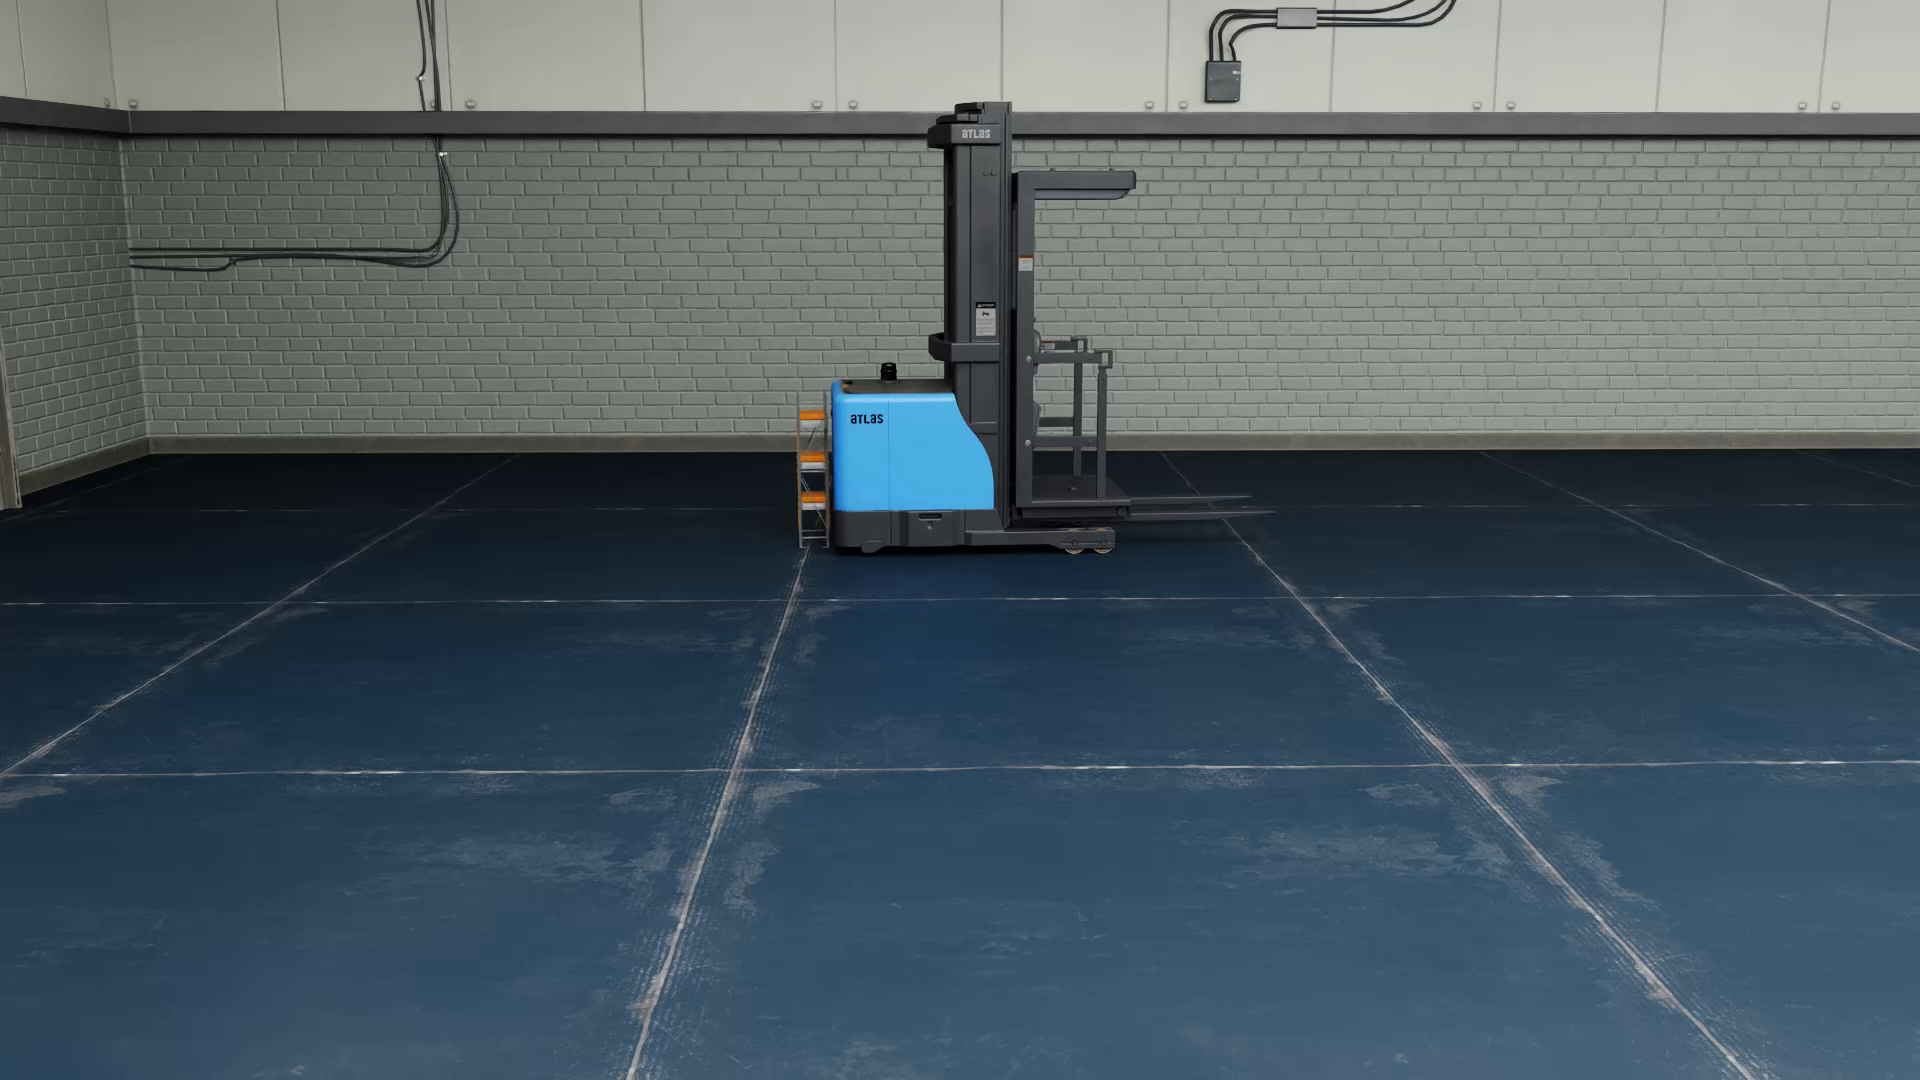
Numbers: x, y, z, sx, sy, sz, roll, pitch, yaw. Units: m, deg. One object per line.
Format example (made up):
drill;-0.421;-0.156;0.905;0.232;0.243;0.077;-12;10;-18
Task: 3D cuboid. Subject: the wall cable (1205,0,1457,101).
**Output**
wall cable;3.378;-6.919;14.478;2.305;6.003;0.169;0;11;-1

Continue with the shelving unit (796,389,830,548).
shelving unit;-1.001;-0.485;11.309;0.215;1.050;0.252;-1;12;-6

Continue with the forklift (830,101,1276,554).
forklift;0.628;-1.448;11.324;3.031;2.935;1.130;-1;12;-5

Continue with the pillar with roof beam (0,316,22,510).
pillar with roof beam;-3.071;-4.643;11.813;9.100;9.000;0.400;0;11;-1

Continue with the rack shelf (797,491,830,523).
rack shelf;-1.001;-0.202;11.367;0.215;0.259;0.240;-1;12;-6

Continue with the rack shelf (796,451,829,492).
rack shelf;-1.001;-0.475;11.311;0.215;0.259;0.240;-1;12;-6

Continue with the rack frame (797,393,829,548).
rack frame;-0.988;-0.461;11.190;0.200;1.050;0.008;-1;12;-6

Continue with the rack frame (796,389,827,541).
rack frame;-1.014;-0.509;11.428;0.200;1.050;0.008;-1;12;-6

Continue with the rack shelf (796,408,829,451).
rack shelf;-1.001;-0.753;11.255;0.215;0.259;0.240;-1;12;-6

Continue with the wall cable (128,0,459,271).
wall cable;-6.114;-3.695;14.948;3.097;2.526;0.112;0;11;-1
